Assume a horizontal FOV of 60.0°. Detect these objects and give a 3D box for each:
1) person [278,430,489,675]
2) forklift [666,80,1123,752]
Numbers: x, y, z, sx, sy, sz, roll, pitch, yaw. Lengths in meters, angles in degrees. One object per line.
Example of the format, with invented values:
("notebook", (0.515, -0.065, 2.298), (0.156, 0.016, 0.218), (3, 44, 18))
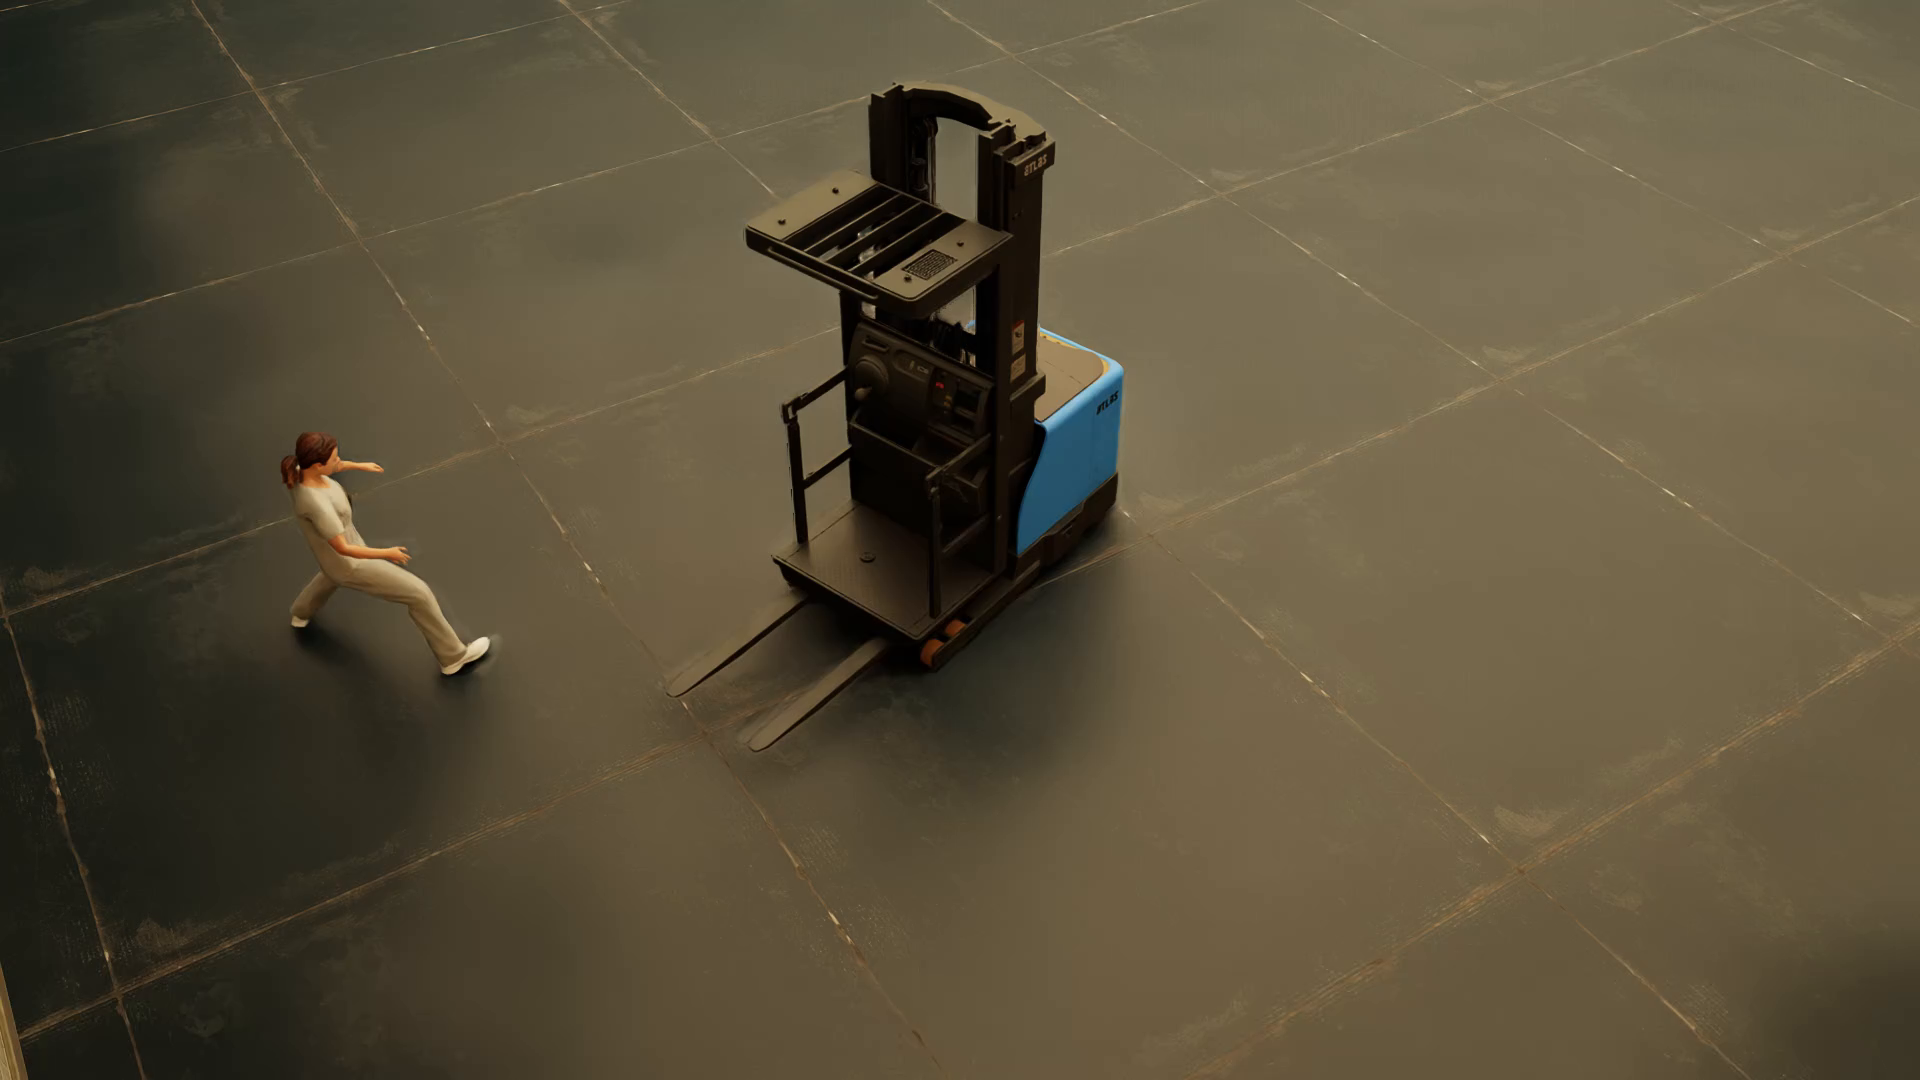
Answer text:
("person", (-3.251, -0.011, 9.002), (0.955, 1.520, 1.025), (-19, 45, -21))
("forklift", (-0.353, -0.761, 8.742), (1.130, 2.935, 3.031), (28, 48, 28))
